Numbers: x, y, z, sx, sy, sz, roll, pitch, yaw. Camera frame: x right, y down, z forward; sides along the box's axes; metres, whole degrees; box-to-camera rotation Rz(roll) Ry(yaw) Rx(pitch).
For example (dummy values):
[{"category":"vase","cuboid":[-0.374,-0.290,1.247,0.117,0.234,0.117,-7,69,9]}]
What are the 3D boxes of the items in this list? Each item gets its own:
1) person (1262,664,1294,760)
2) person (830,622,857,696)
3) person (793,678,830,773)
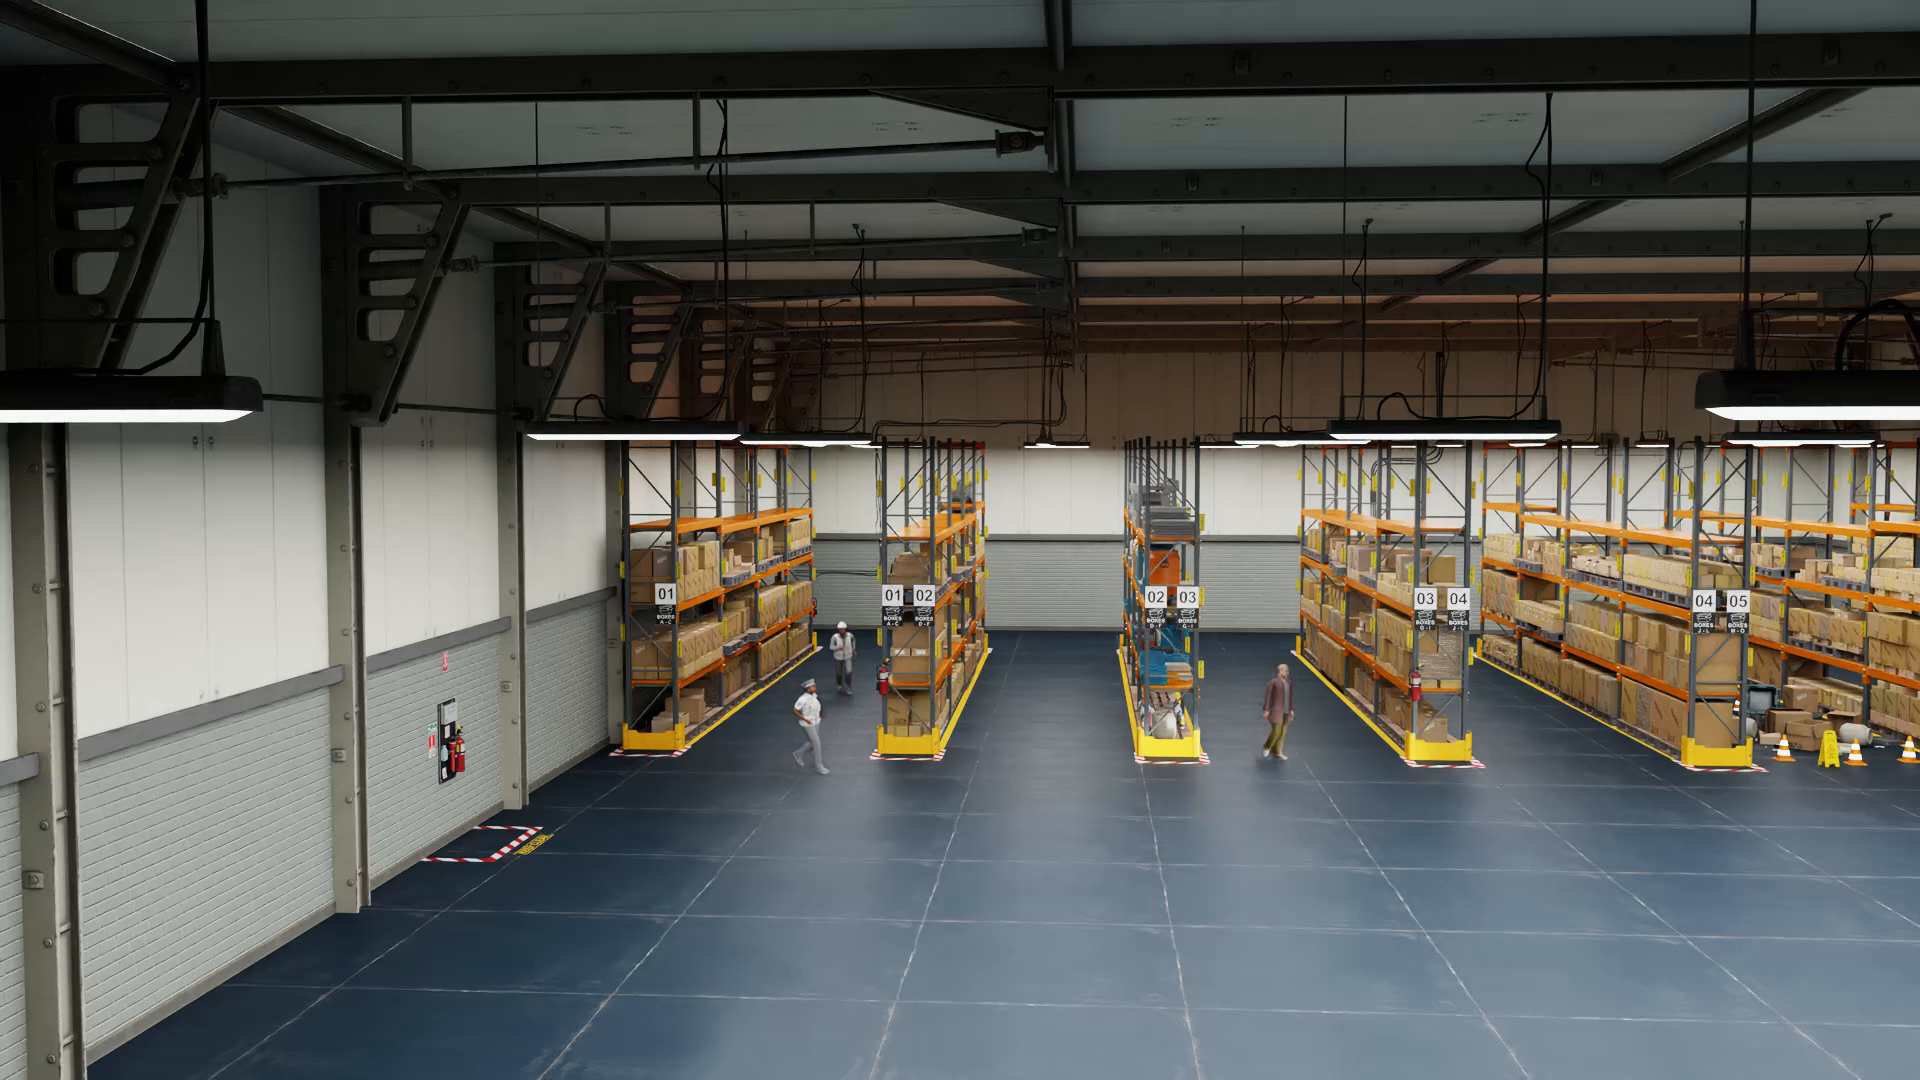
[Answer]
[{"category":"person","cuboid":[5.887,3.177,30.784,0.661,1.771,0.525,-2,4,-36]},{"category":"person","cuboid":[-2.749,2.776,39.128,0.657,1.737,0.972,0,3,-9]},{"category":"person","cuboid":[-2.714,3.303,29.660,0.807,1.697,0.587,2,3,28]}]
